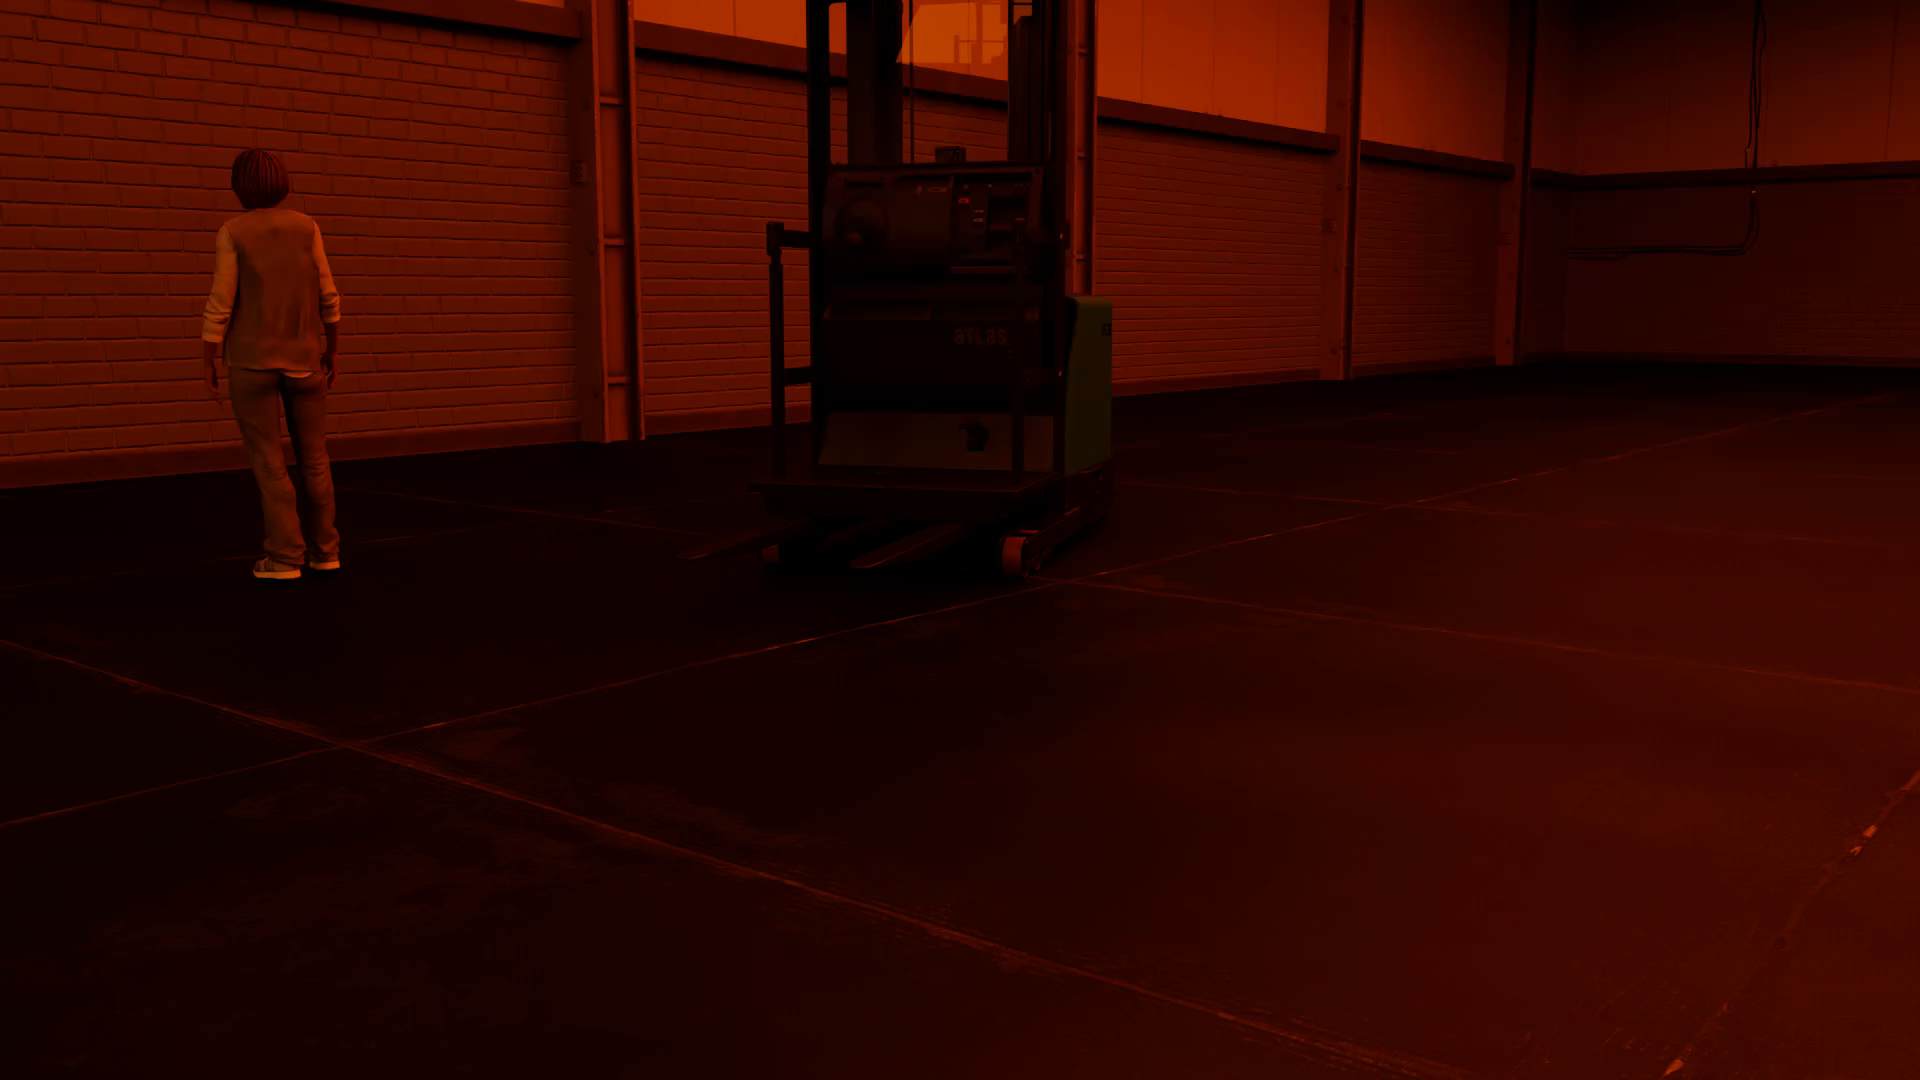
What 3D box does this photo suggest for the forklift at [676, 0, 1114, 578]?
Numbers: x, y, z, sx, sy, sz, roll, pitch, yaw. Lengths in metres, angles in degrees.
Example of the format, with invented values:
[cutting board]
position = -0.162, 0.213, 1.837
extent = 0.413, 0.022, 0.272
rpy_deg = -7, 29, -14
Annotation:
[forklift]
position = -0.176, -1.366, 6.616
extent = 1.130, 2.935, 3.031
rpy_deg = 3, 9, 17

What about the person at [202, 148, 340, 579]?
[person]
position = -2.587, -0.637, 6.242
extent = 0.518, 1.582, 0.477
rpy_deg = -7, 11, -40
